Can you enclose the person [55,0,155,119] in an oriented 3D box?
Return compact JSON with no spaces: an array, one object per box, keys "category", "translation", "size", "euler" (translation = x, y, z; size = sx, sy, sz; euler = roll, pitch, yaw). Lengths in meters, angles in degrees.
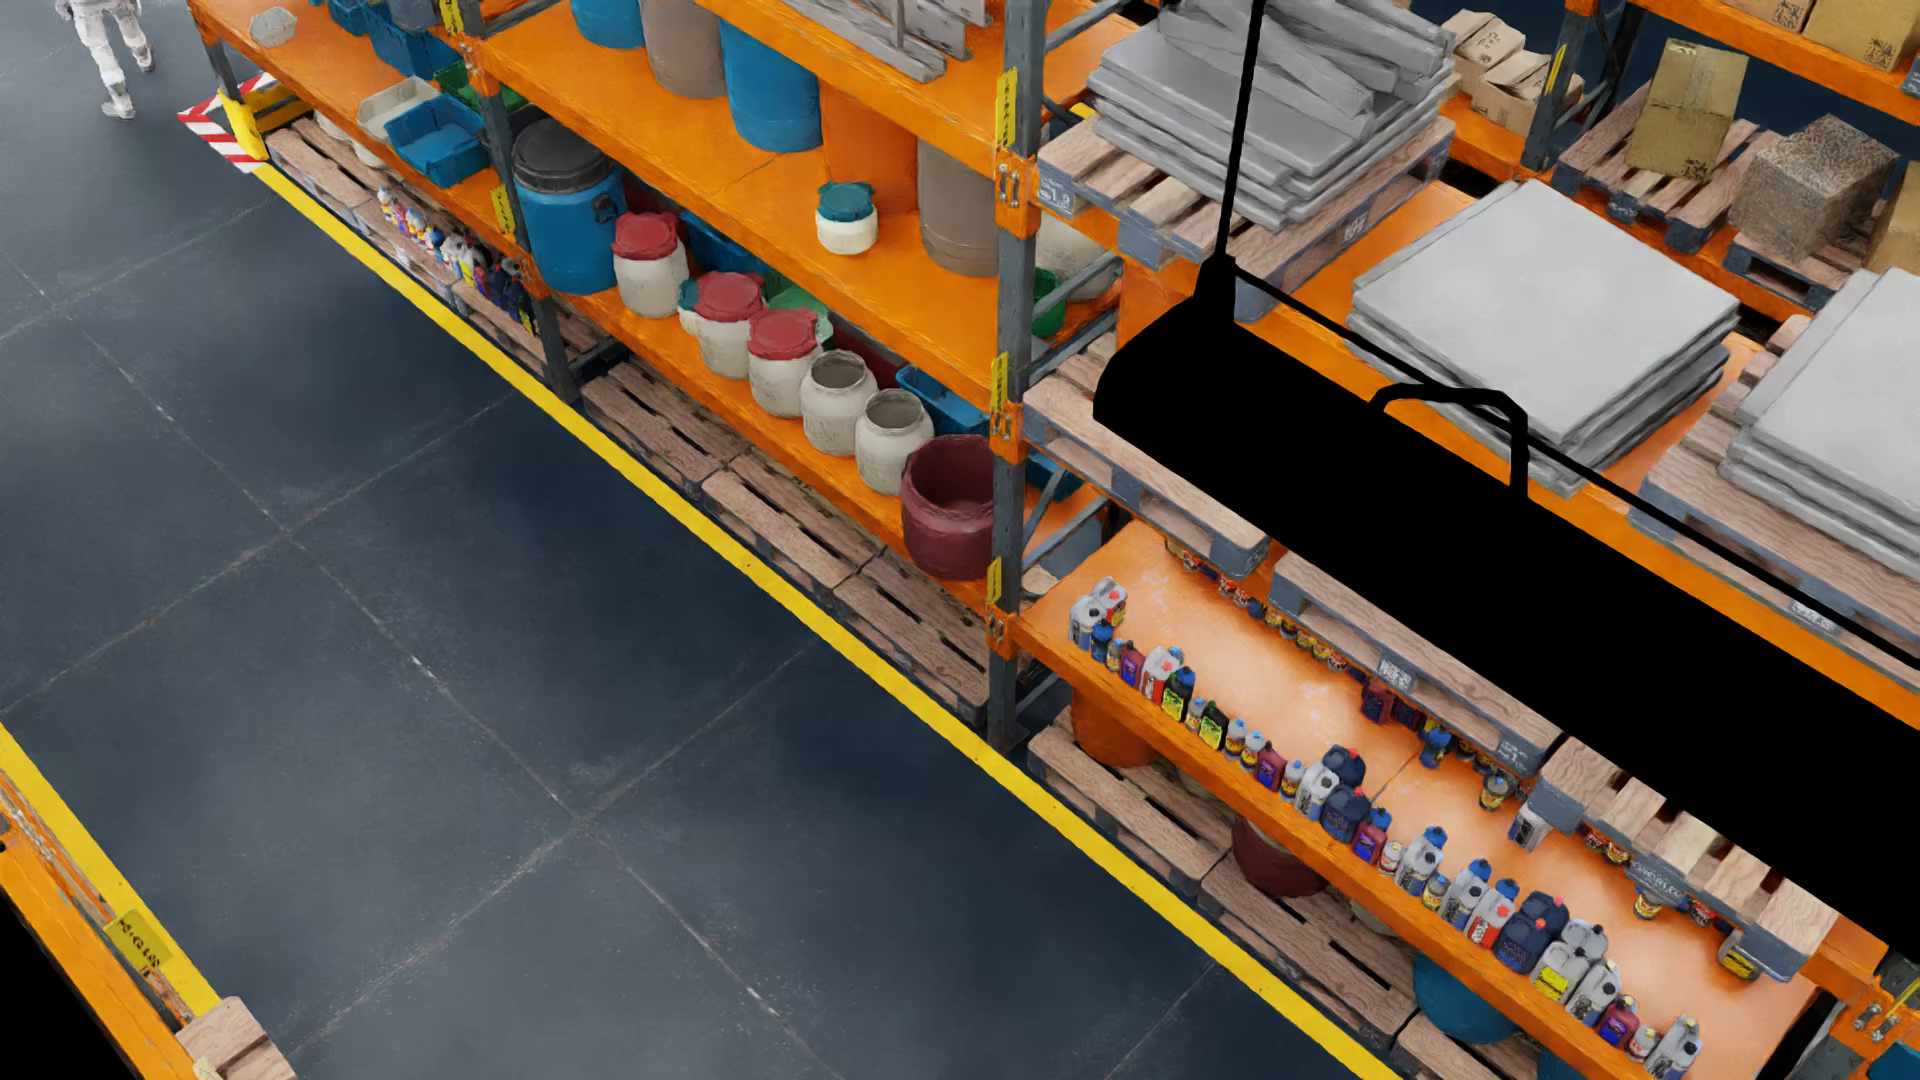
[{"category":"person","translation":[-6.667,-4.203,12.794],"size":[0.596,1.734,0.987],"euler":[-20,53,-16]}]
